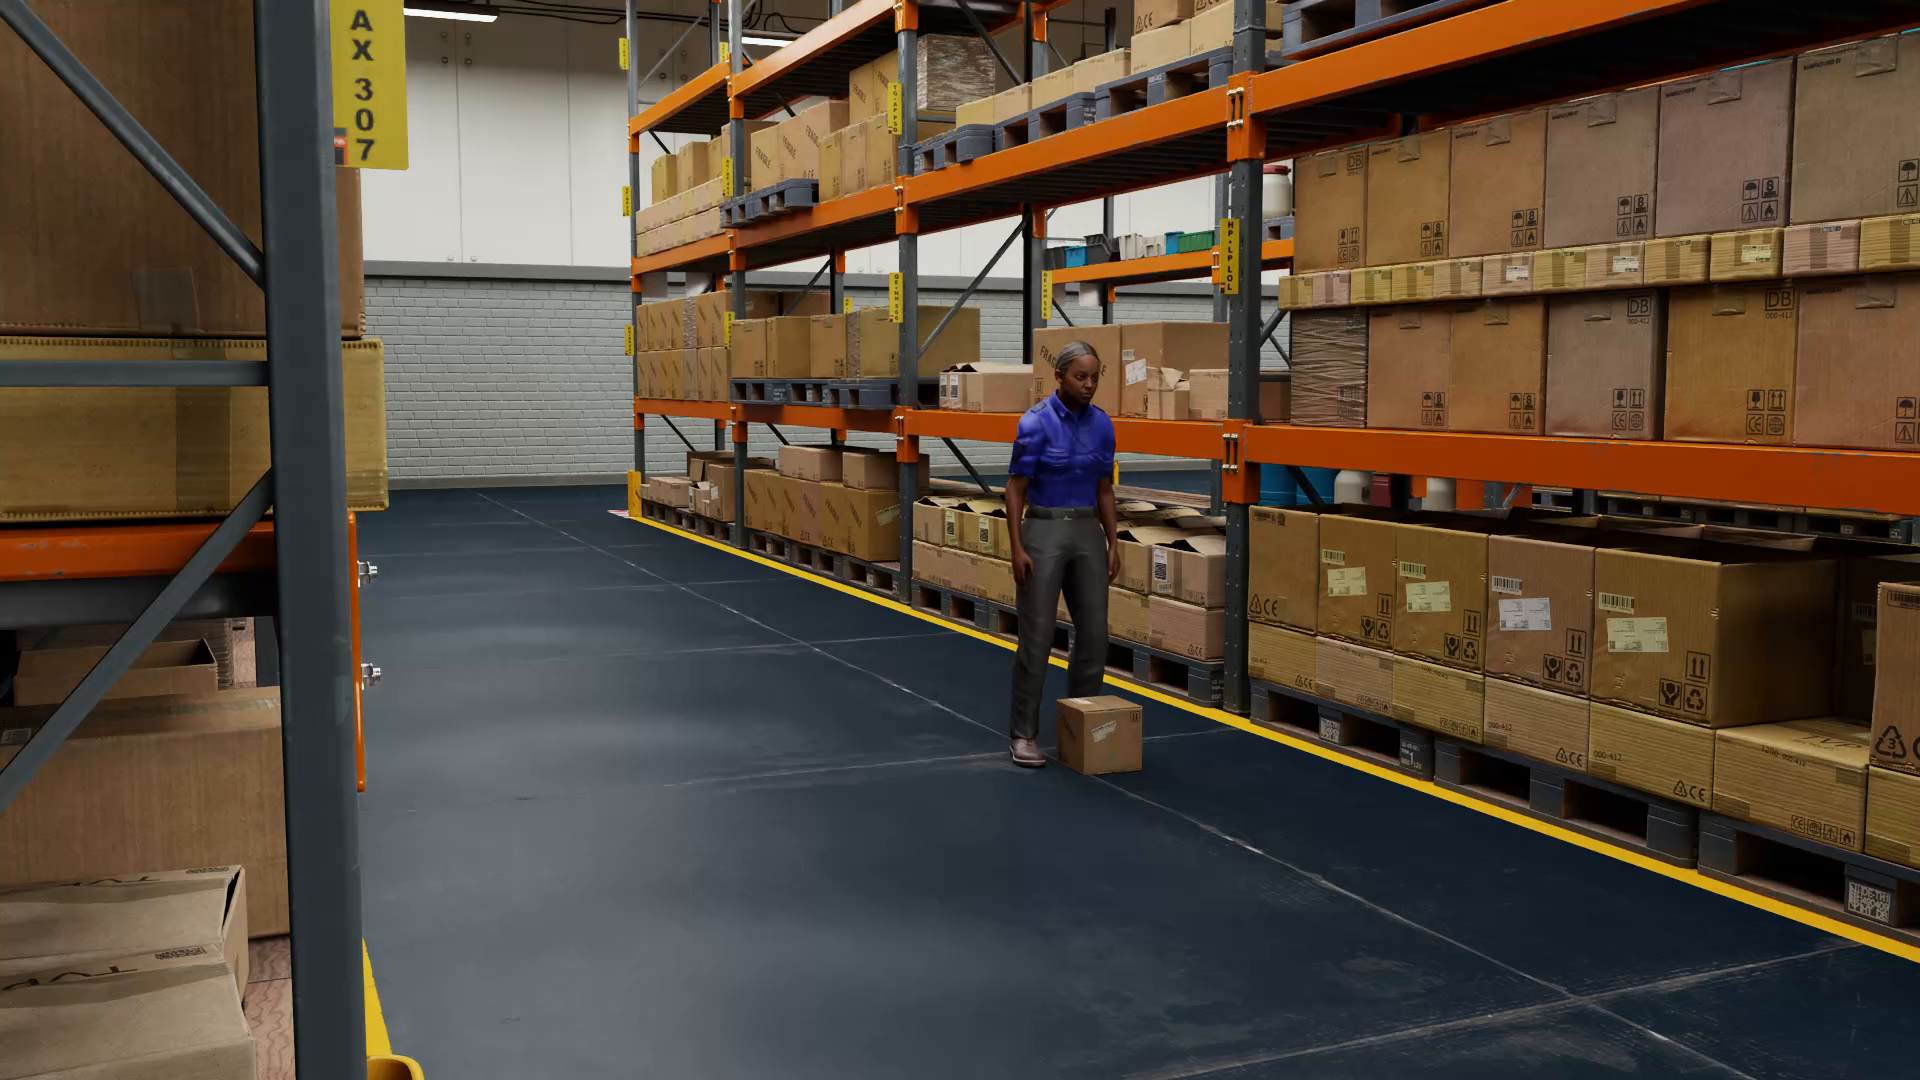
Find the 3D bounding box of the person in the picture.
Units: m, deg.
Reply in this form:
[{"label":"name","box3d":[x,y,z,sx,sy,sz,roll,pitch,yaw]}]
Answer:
[{"label":"person","box3d":[0.410,0.041,6.610,0.506,1.654,0.350,-3,6,-25]}]
